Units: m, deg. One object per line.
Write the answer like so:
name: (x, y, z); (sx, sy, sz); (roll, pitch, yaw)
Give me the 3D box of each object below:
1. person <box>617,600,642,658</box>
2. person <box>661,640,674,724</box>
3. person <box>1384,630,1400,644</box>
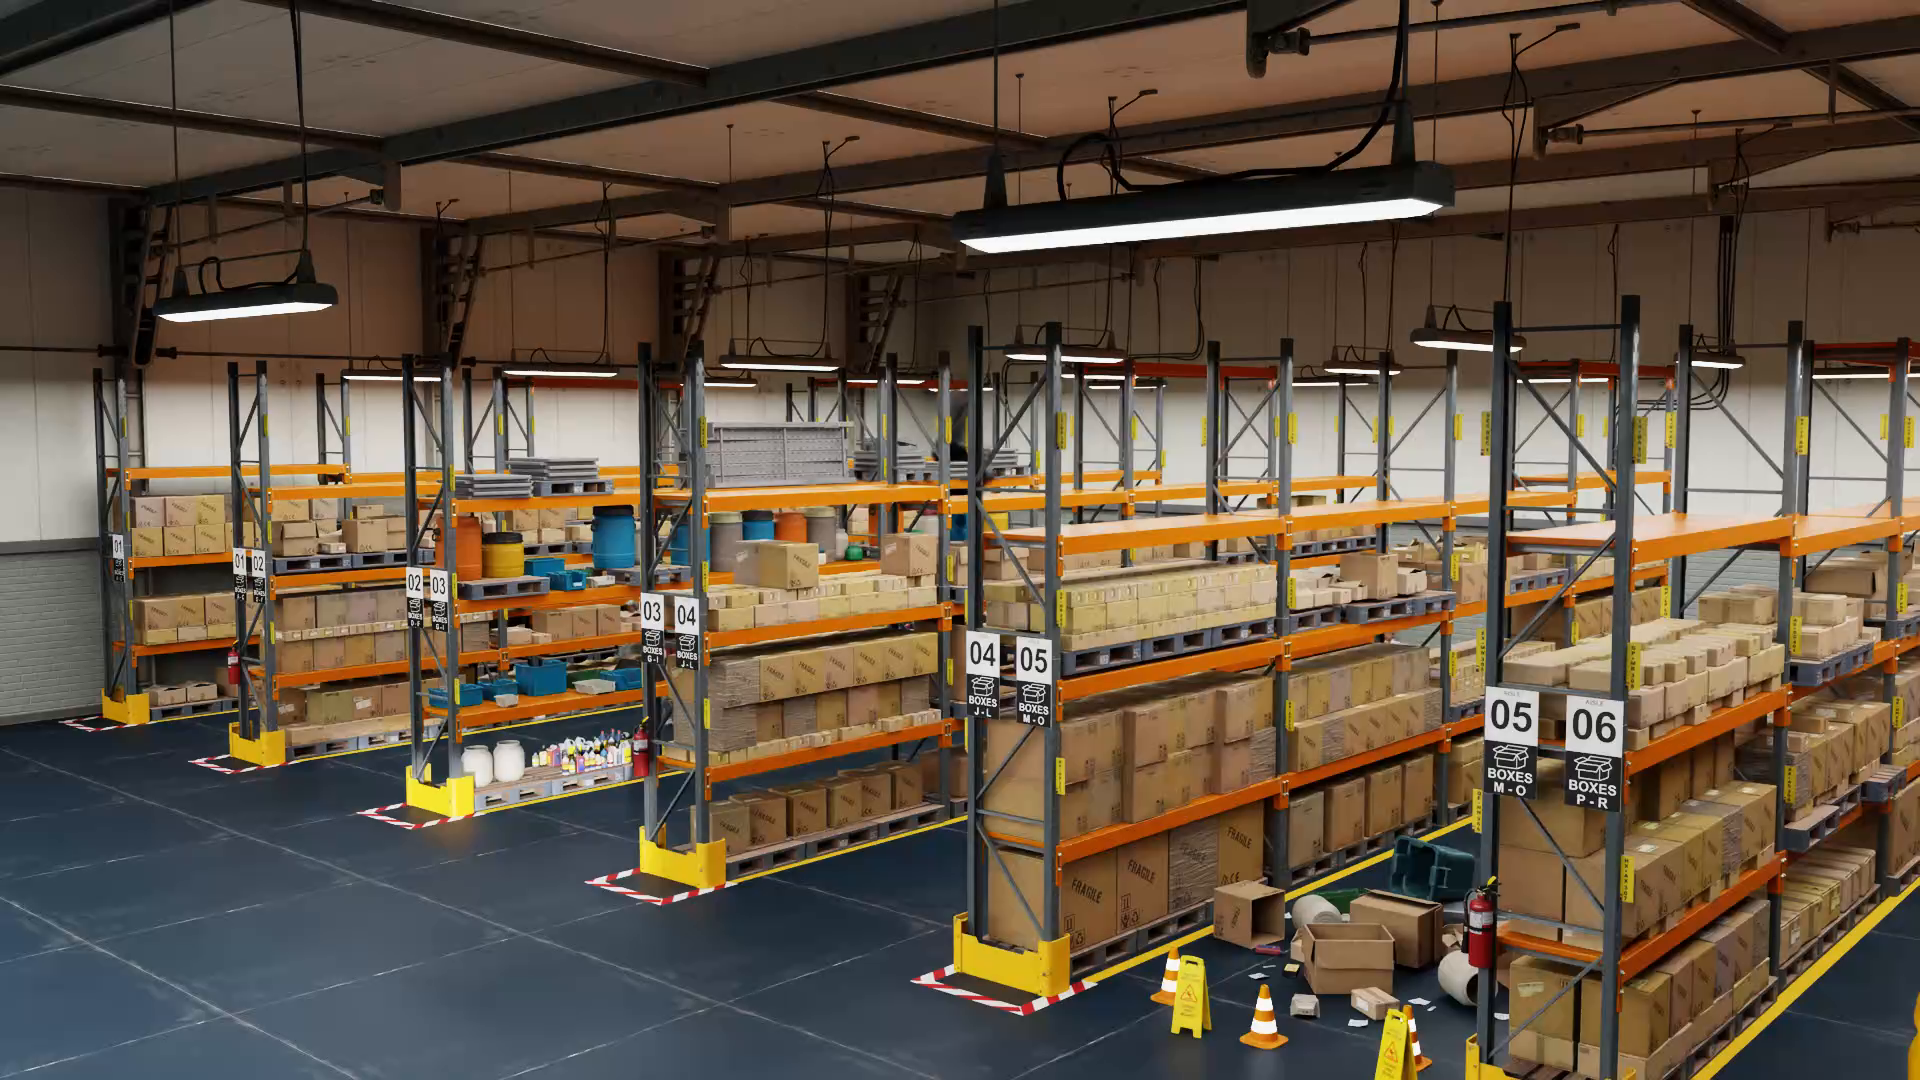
person: (-6.409, 1.976, 32.534); (0.616, 1.627, 0.550); (3, 5, 38)
person: (-4.985, 2.338, 27.680); (0.523, 1.578, 0.688); (3, 5, 39)
person: (7.178, 2.251, 27.767); (0.602, 1.696, 0.897); (4, 6, 41)
